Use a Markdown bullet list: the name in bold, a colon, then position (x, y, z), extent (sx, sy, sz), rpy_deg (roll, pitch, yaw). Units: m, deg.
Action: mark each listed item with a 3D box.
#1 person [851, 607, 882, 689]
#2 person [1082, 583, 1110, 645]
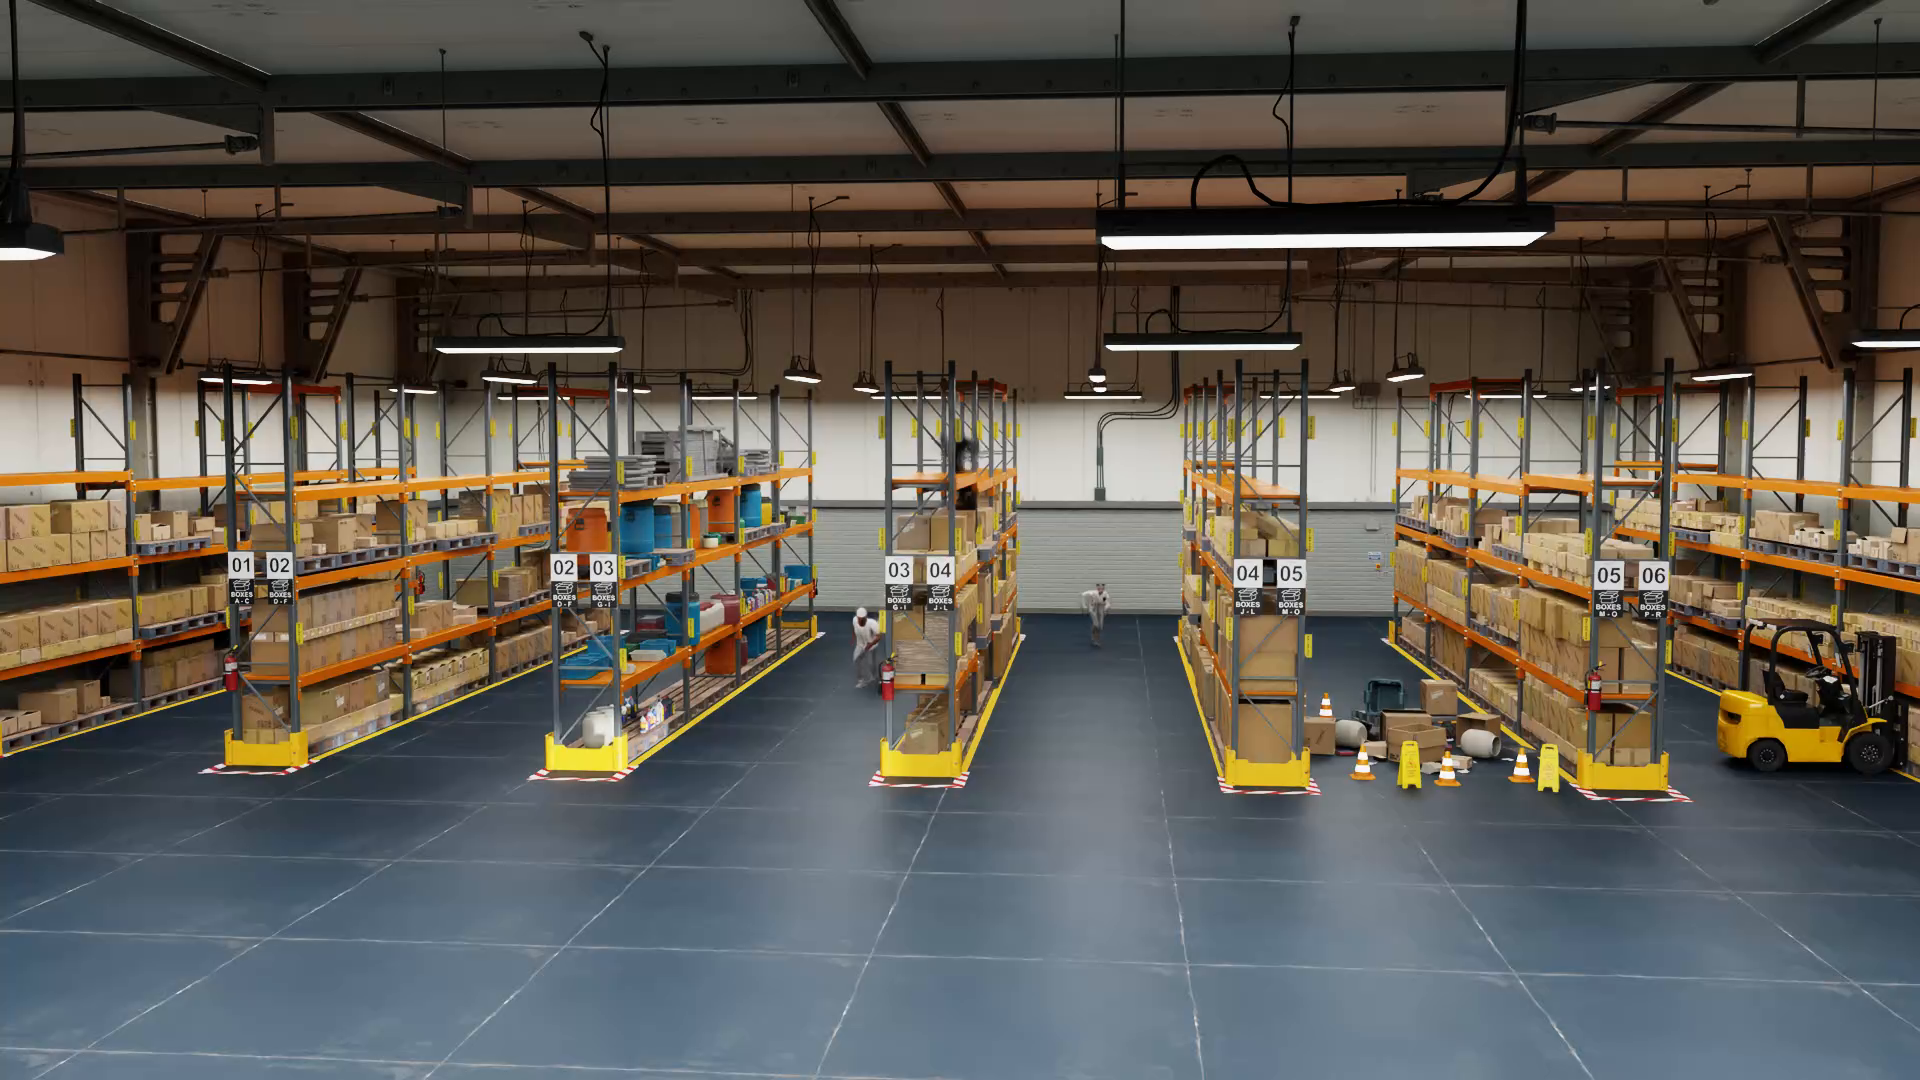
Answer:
- **person**: position (-1.788, 2.058, 32.306), extent (0.720, 1.586, 1.114), rpy_deg (1, 4, 19)
- **person**: position (3.152, 1.716, 38.574), extent (0.640, 1.500, 0.836), rpy_deg (-1, 4, -12)
